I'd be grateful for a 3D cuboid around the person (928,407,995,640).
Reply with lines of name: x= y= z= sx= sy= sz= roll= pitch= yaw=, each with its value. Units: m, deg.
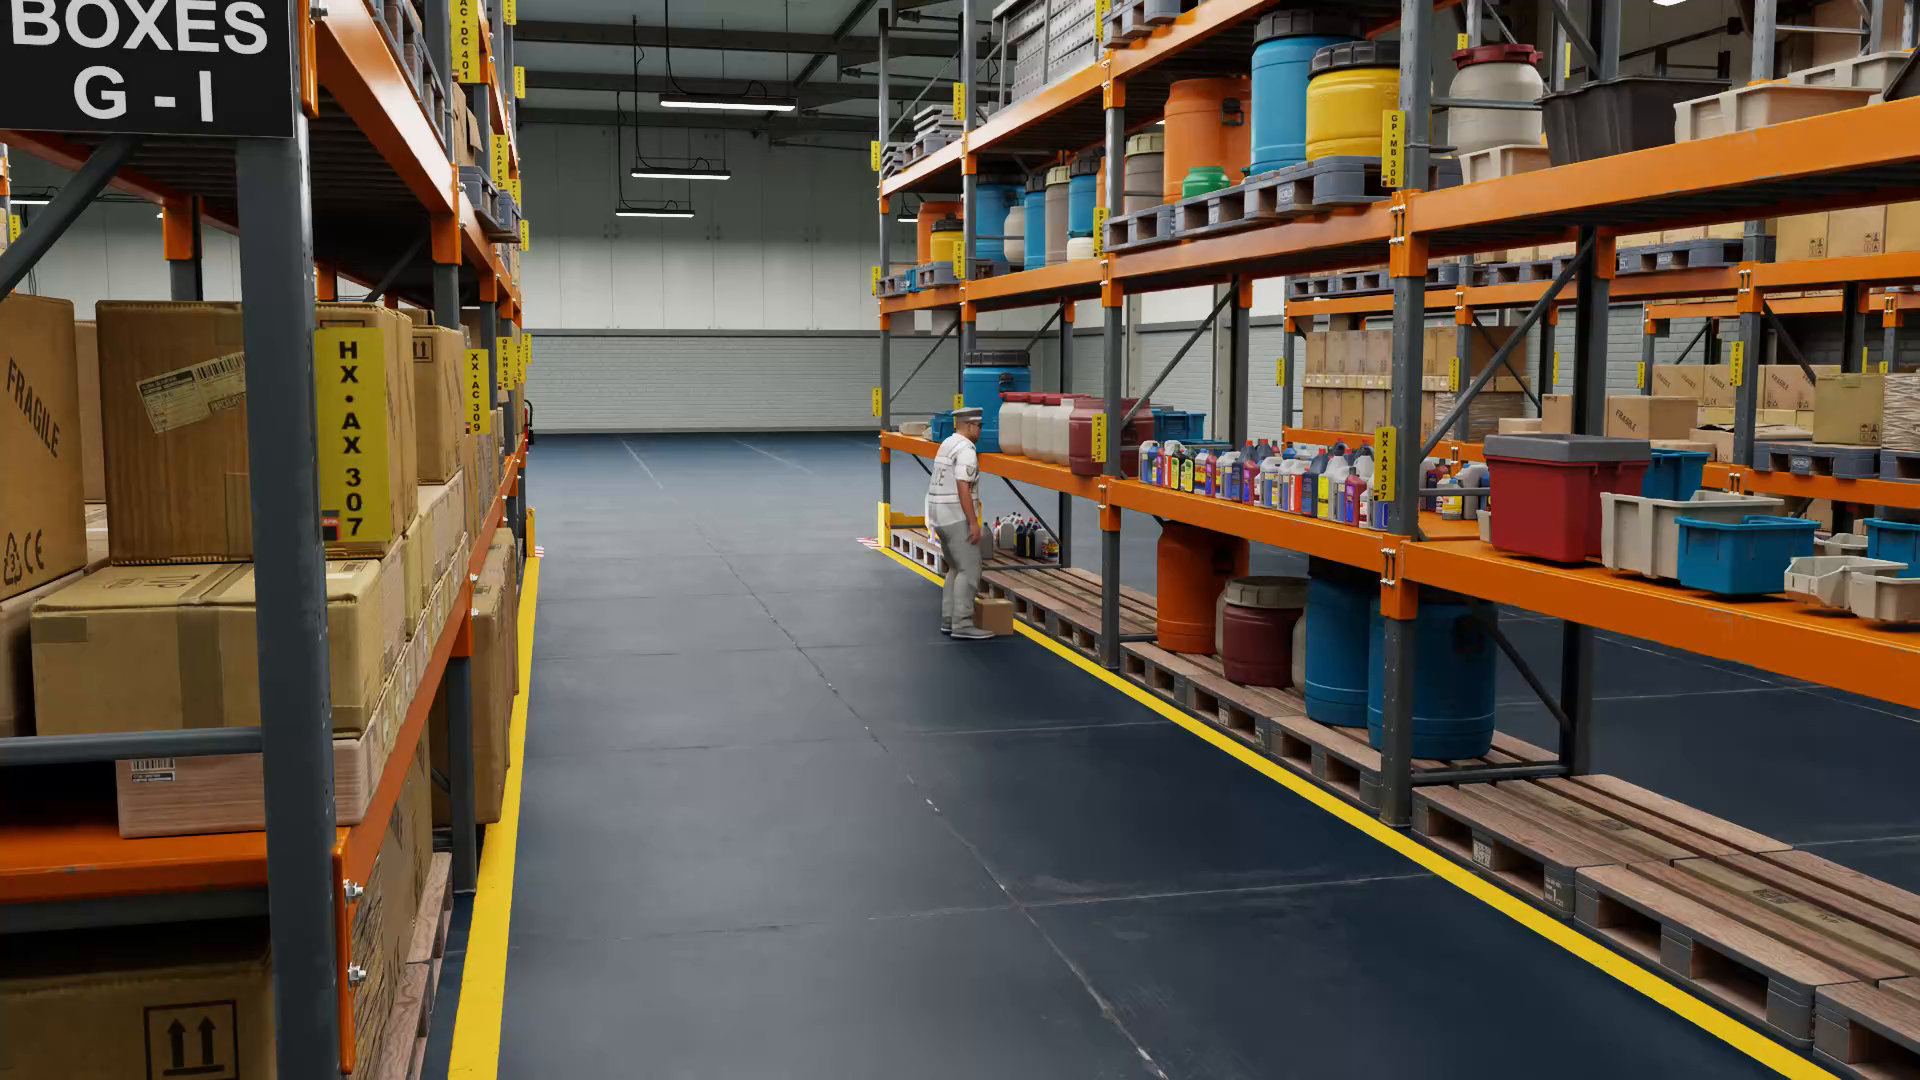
person: x=-0.010 y=-0.139 z=12.719 sx=0.437 sy=1.747 sz=0.596 roll=-2 pitch=6 yaw=-17
